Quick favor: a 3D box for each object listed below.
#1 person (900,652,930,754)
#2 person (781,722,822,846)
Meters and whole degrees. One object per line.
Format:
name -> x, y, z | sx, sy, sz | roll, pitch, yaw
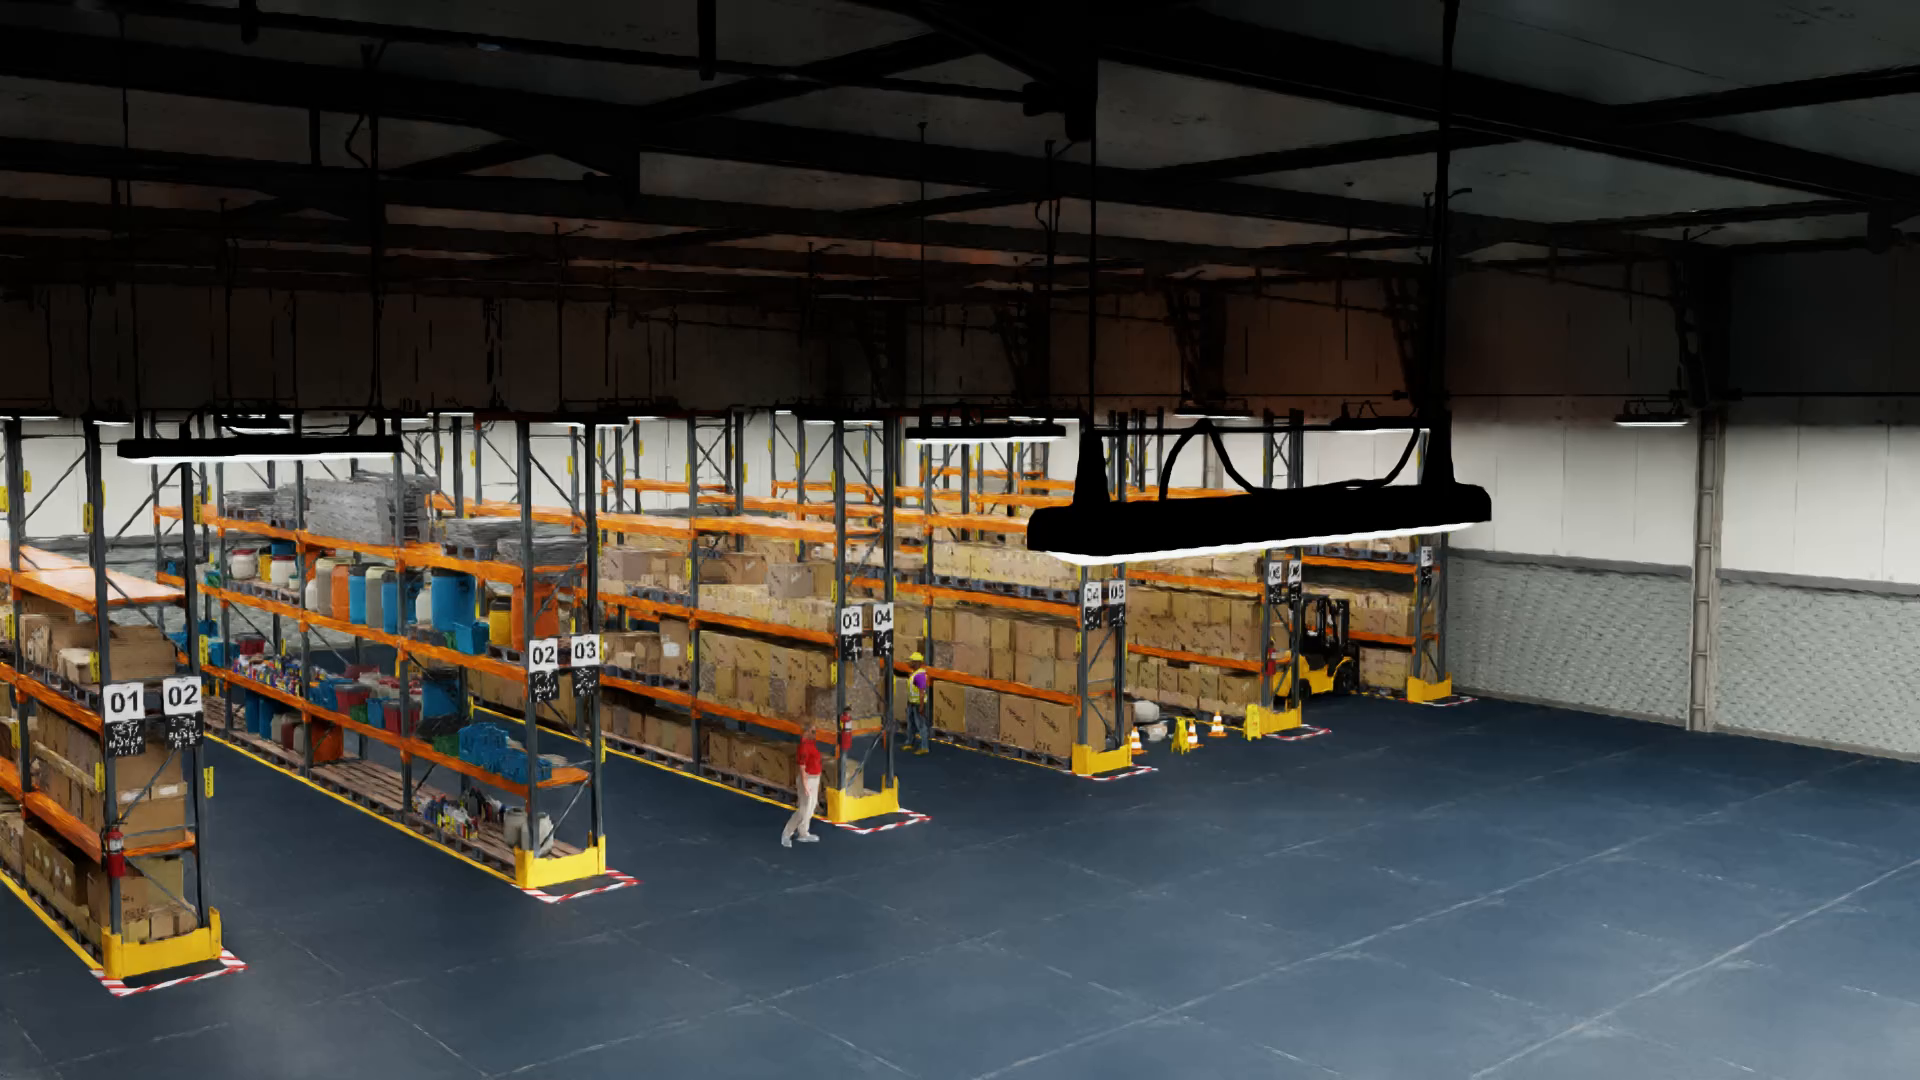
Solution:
person -> -0.805, 2.860, 29.322 | 0.502, 1.764, 0.624 | -1, 5, -14
person -> -2.230, 3.425, 23.352 | 0.547, 1.718, 0.729 | 1, 5, 7
